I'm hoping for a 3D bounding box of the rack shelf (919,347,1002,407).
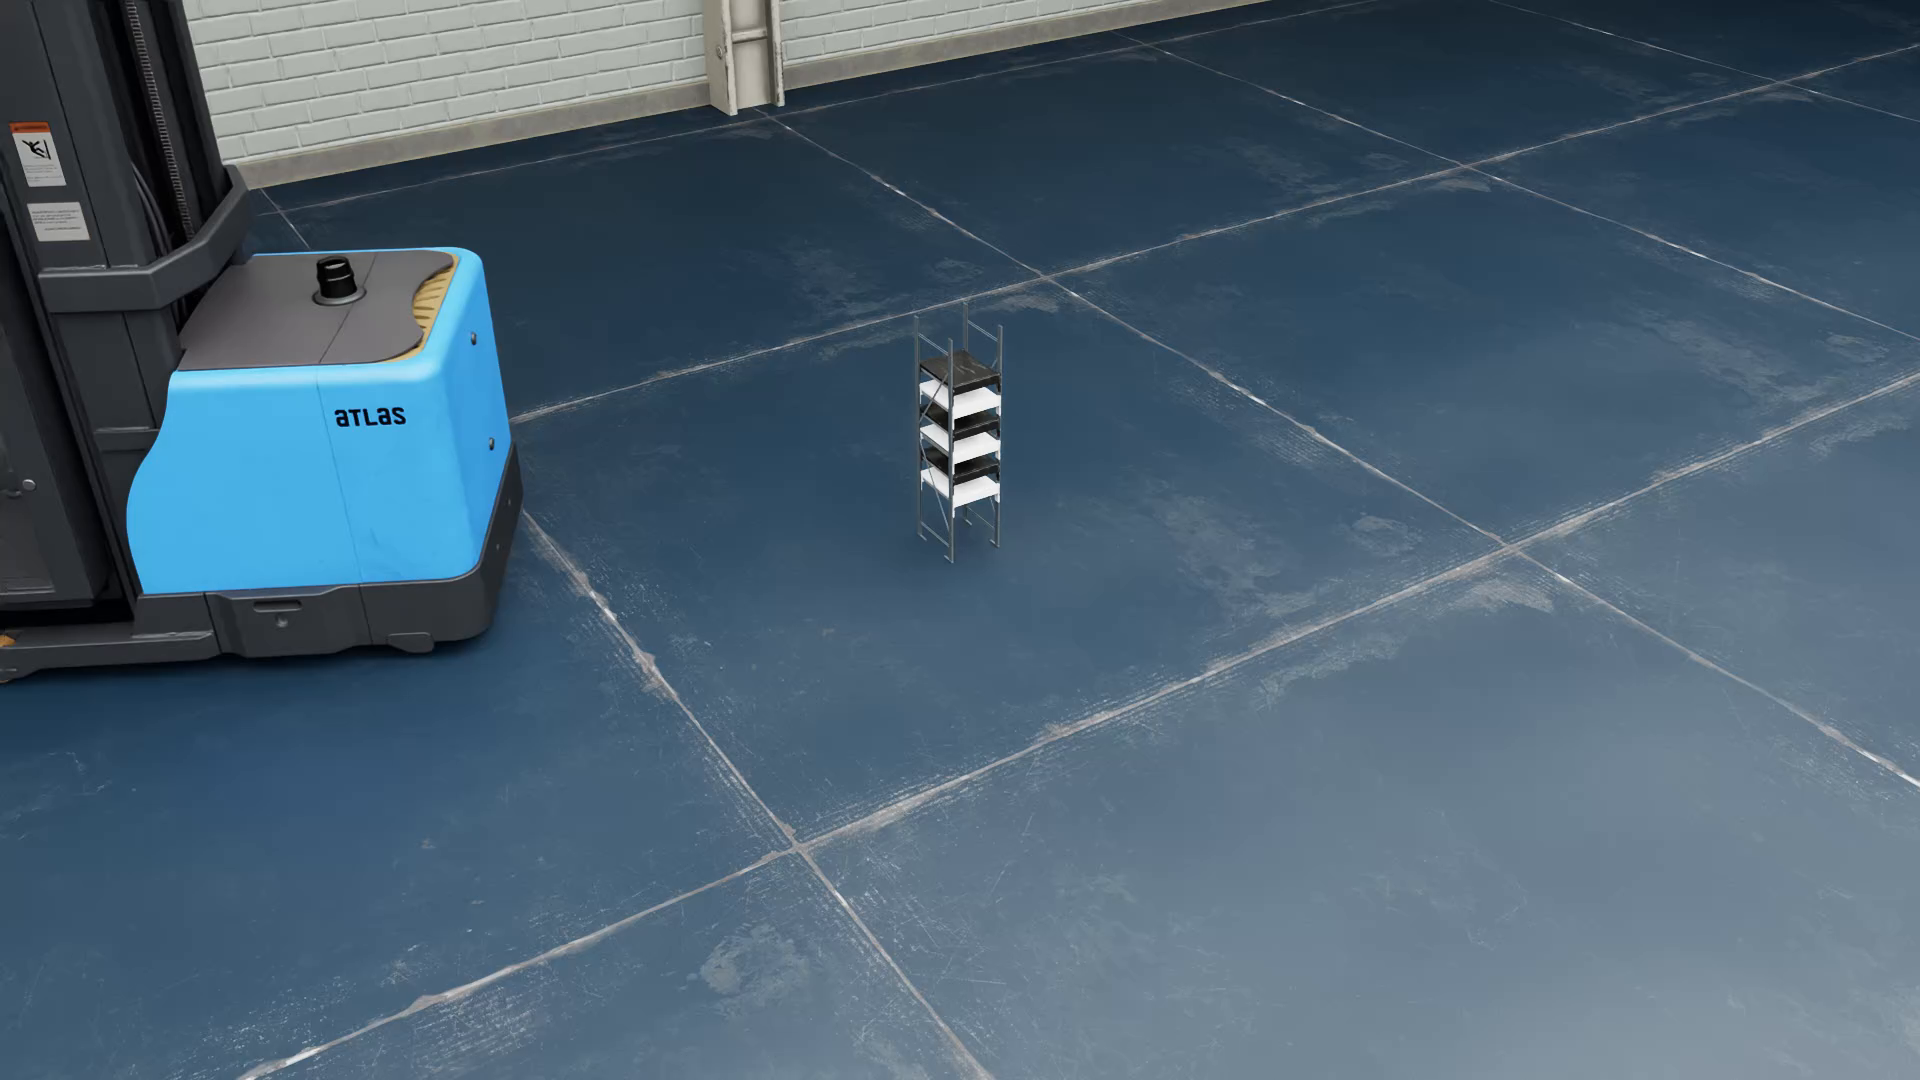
[{"bbox_3d":[-0.007,-0.578,5.880,0.200,0.077,0.258,-19,37,-27],"label":"rack shelf"}]

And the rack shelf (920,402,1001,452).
[{"bbox_3d":[-0.007,-0.426,5.976,0.200,0.077,0.258,-19,37,-27],"label":"rack shelf"}]

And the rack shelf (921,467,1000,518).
[{"bbox_3d":[-0.007,-0.198,6.120,0.200,0.077,0.258,-19,37,-27],"label":"rack shelf"}]

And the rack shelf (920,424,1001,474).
[{"bbox_3d":[-0.007,-0.350,6.024,0.200,0.077,0.258,-19,37,-27],"label":"rack shelf"}]

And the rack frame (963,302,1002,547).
[{"bbox_3d":[0.079,-0.408,6.053,0.006,0.900,0.240,-19,37,-27],"label":"rack frame"}]

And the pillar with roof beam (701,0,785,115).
[{"bbox_3d":[0.963,-4.681,5.236,0.400,9.000,9.100,-19,37,-27],"label":"pillar with roof beam"}]

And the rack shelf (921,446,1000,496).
[{"bbox_3d":[-0.007,-0.274,6.072,0.200,0.077,0.258,-19,37,-27],"label":"rack shelf"}]

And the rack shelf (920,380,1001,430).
[{"bbox_3d":[-0.007,-0.502,5.928,0.200,0.077,0.258,-19,37,-27],"label":"rack shelf"}]

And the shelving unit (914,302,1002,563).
[{"bbox_3d":[-0.007,-0.378,6.006,0.210,0.900,0.258,-19,37,-27],"label":"shelving unit"}]

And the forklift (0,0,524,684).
[{"bbox_3d":[-3.144,-1.049,5.166,3.031,2.935,1.130,-3,32,-5],"label":"forklift"}]

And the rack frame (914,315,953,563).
[{"bbox_3d":[-0.092,-0.349,5.960,0.006,0.900,0.240,-19,37,-27],"label":"rack frame"}]
